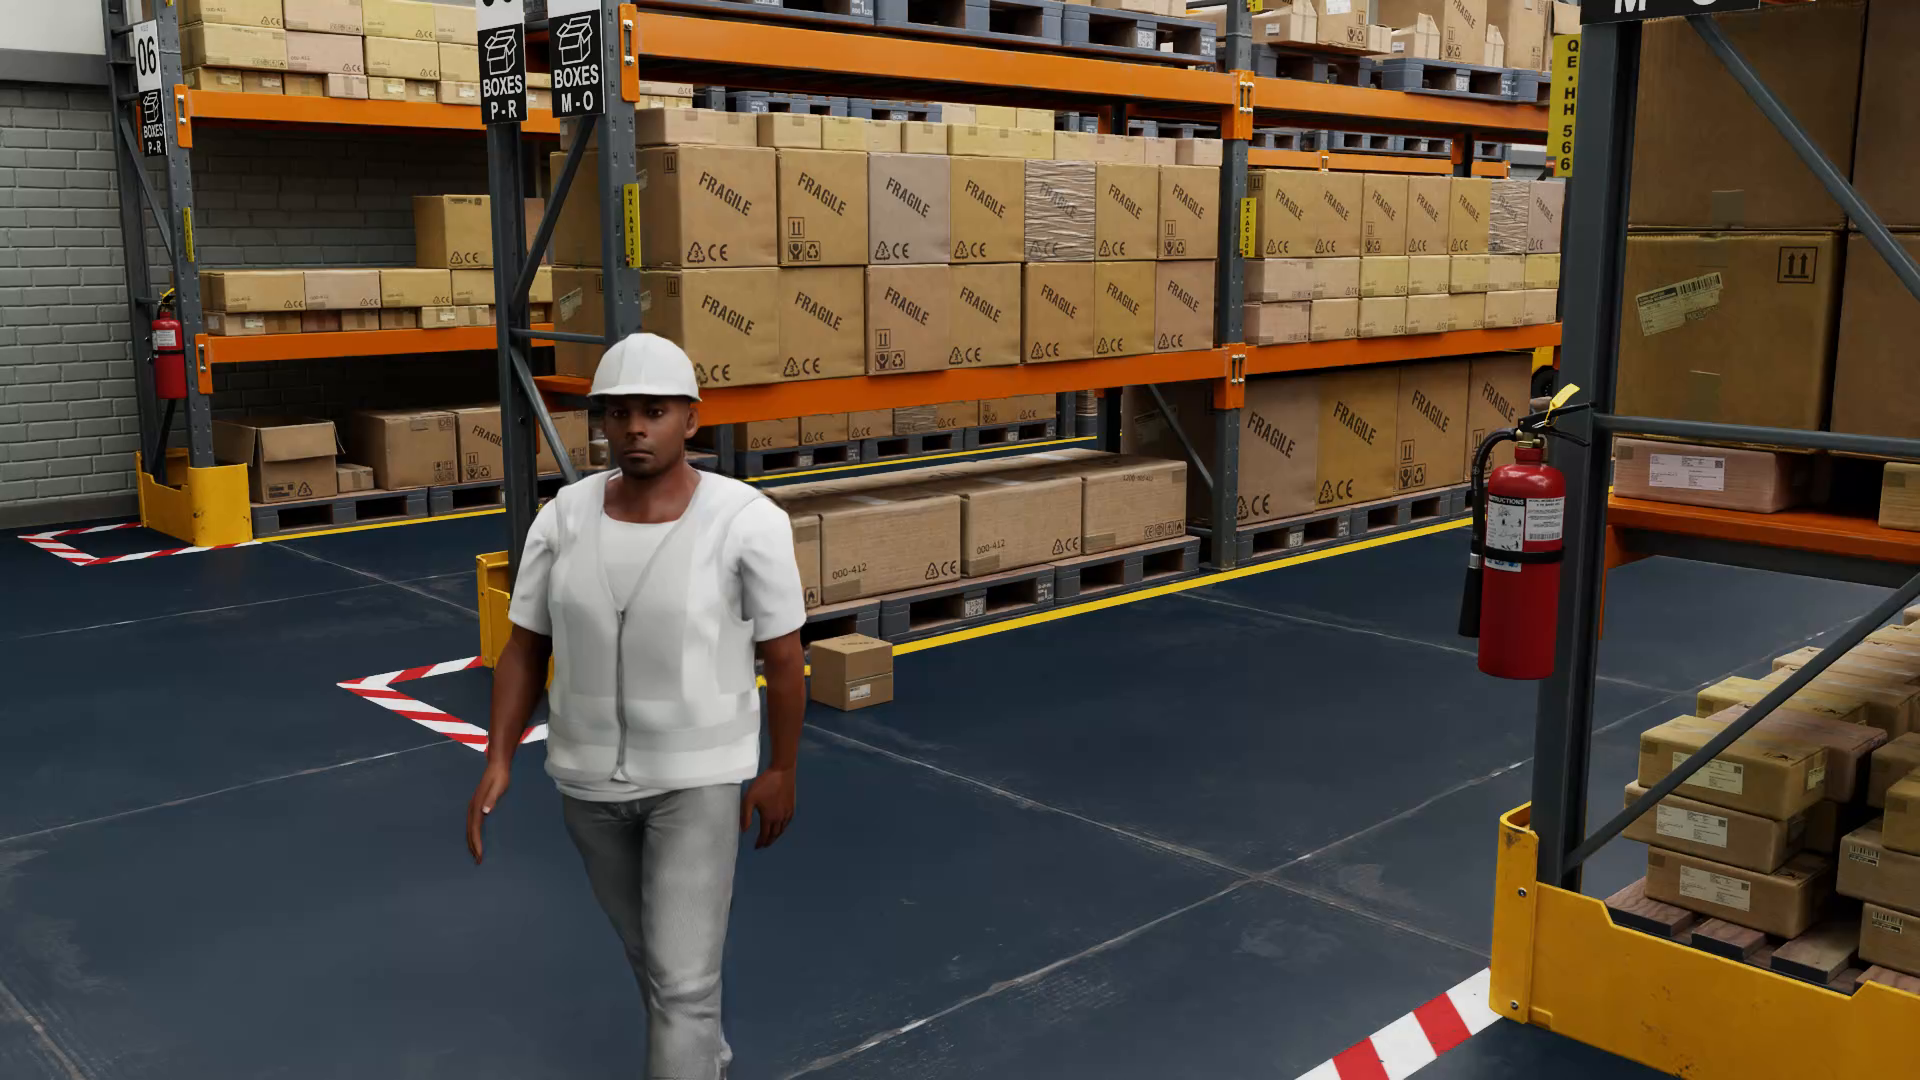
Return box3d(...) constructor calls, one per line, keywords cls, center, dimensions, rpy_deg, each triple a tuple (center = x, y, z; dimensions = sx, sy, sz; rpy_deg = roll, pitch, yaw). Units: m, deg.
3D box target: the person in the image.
box3d(cls="person", center=(-0.645, 0.473, 3.200), dimensions=(0.579, 1.718, 0.949), rpy_deg=(3, 11, 14))
